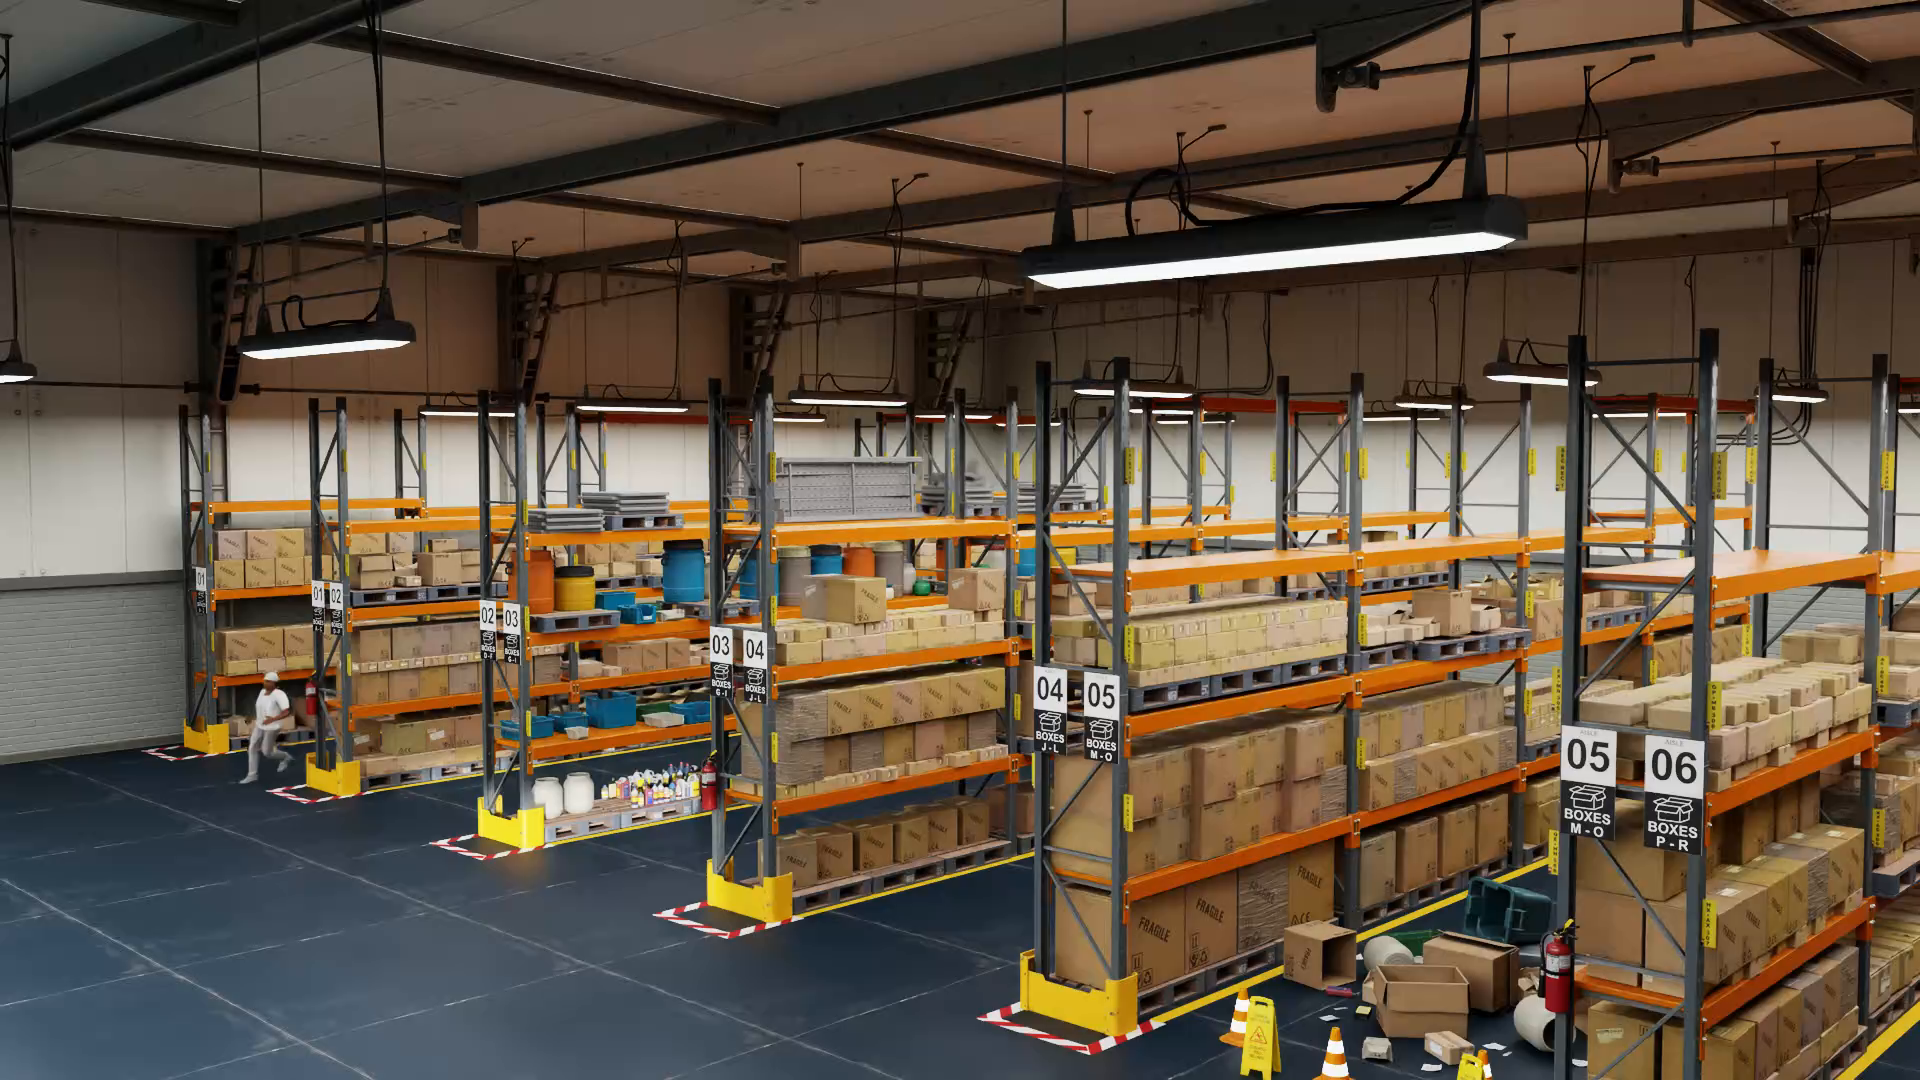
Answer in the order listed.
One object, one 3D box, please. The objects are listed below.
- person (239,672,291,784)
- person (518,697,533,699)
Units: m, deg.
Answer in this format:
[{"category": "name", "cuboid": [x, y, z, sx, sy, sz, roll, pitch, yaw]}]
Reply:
[{"category": "person", "cuboid": [-10.806, 2.926, 26.069, 0.754, 1.738, 0.881, 2, 3, 27]}, {"category": "person", "cuboid": [-7.954, 2.761, 30.095, 0.558, 1.646, 0.589, 2, 3, 29]}]
